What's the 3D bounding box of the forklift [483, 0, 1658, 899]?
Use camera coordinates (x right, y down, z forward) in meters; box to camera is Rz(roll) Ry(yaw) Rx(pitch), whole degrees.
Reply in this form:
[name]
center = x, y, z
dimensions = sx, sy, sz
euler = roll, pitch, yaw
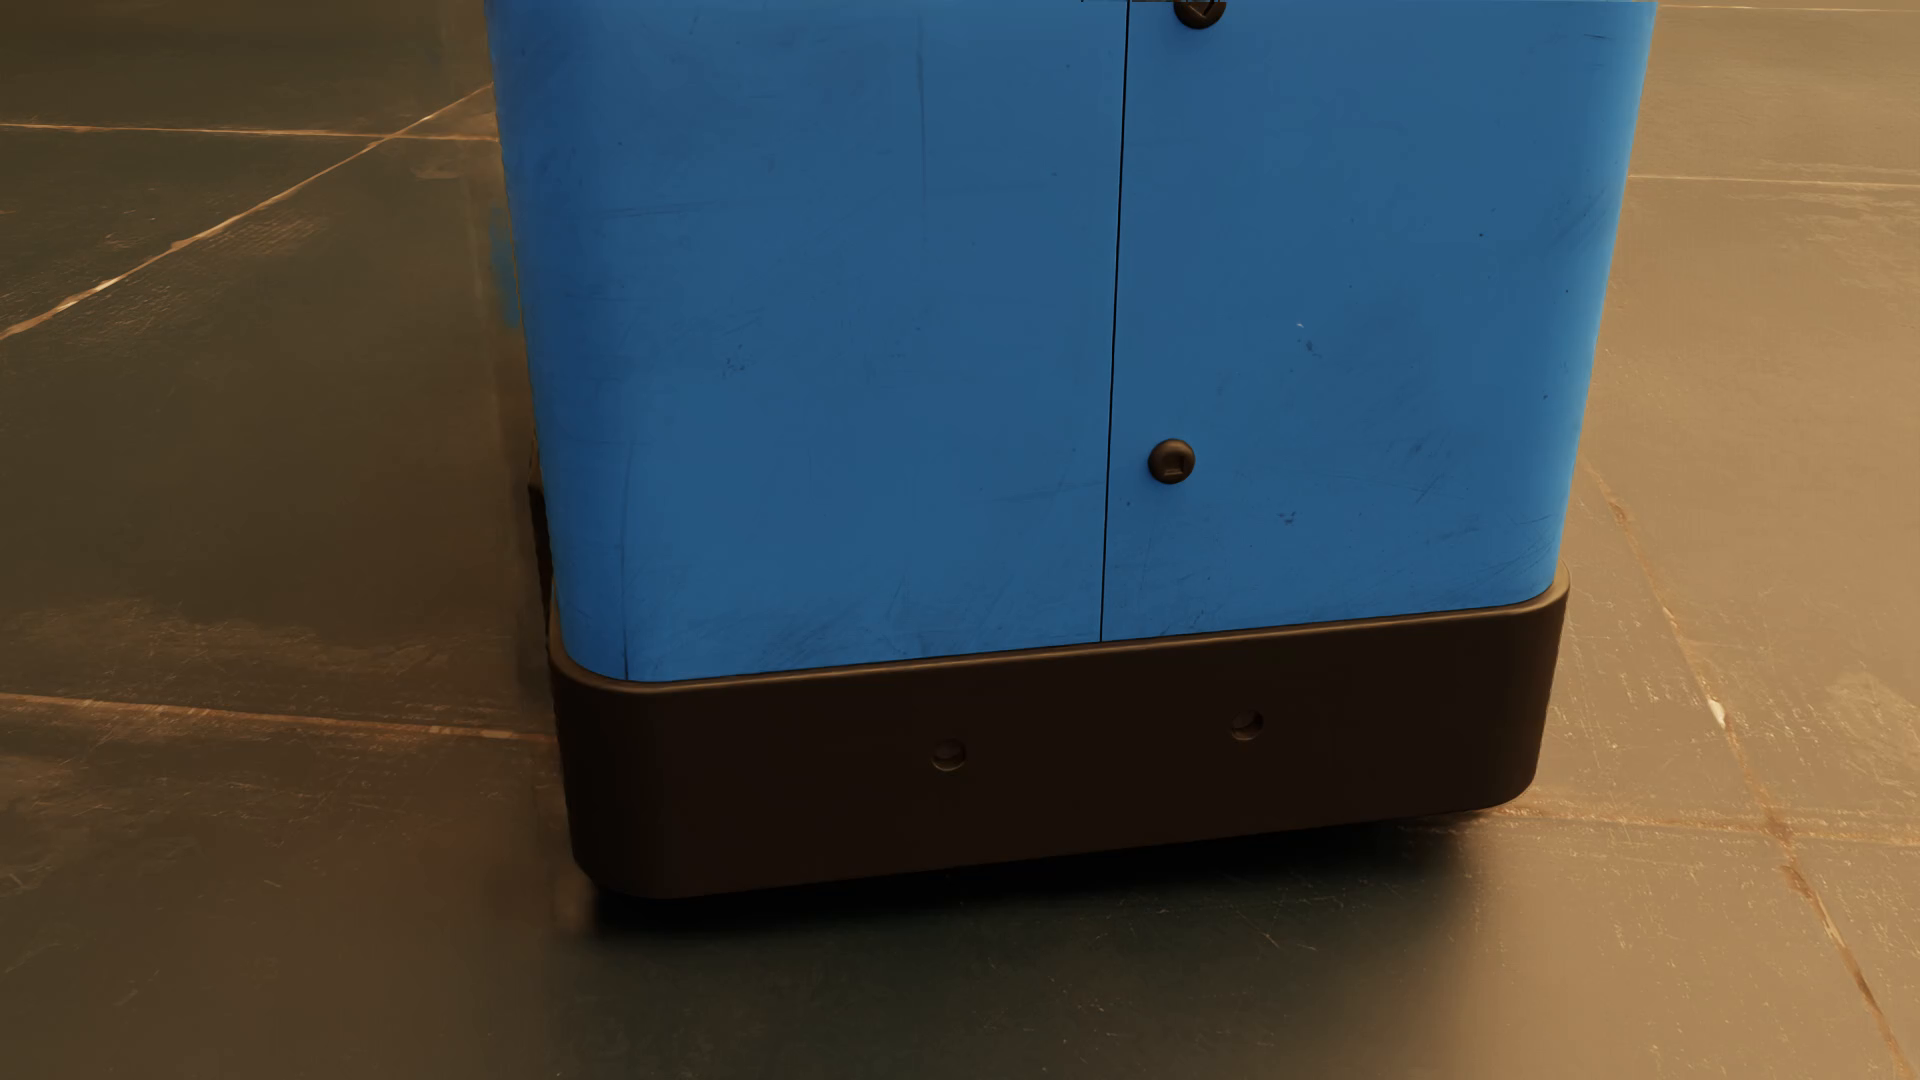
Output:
[forklift]
center = -0.128, -1.593, 2.410
dimensions = 1.130, 2.935, 3.031
euler = -5, 27, -9
